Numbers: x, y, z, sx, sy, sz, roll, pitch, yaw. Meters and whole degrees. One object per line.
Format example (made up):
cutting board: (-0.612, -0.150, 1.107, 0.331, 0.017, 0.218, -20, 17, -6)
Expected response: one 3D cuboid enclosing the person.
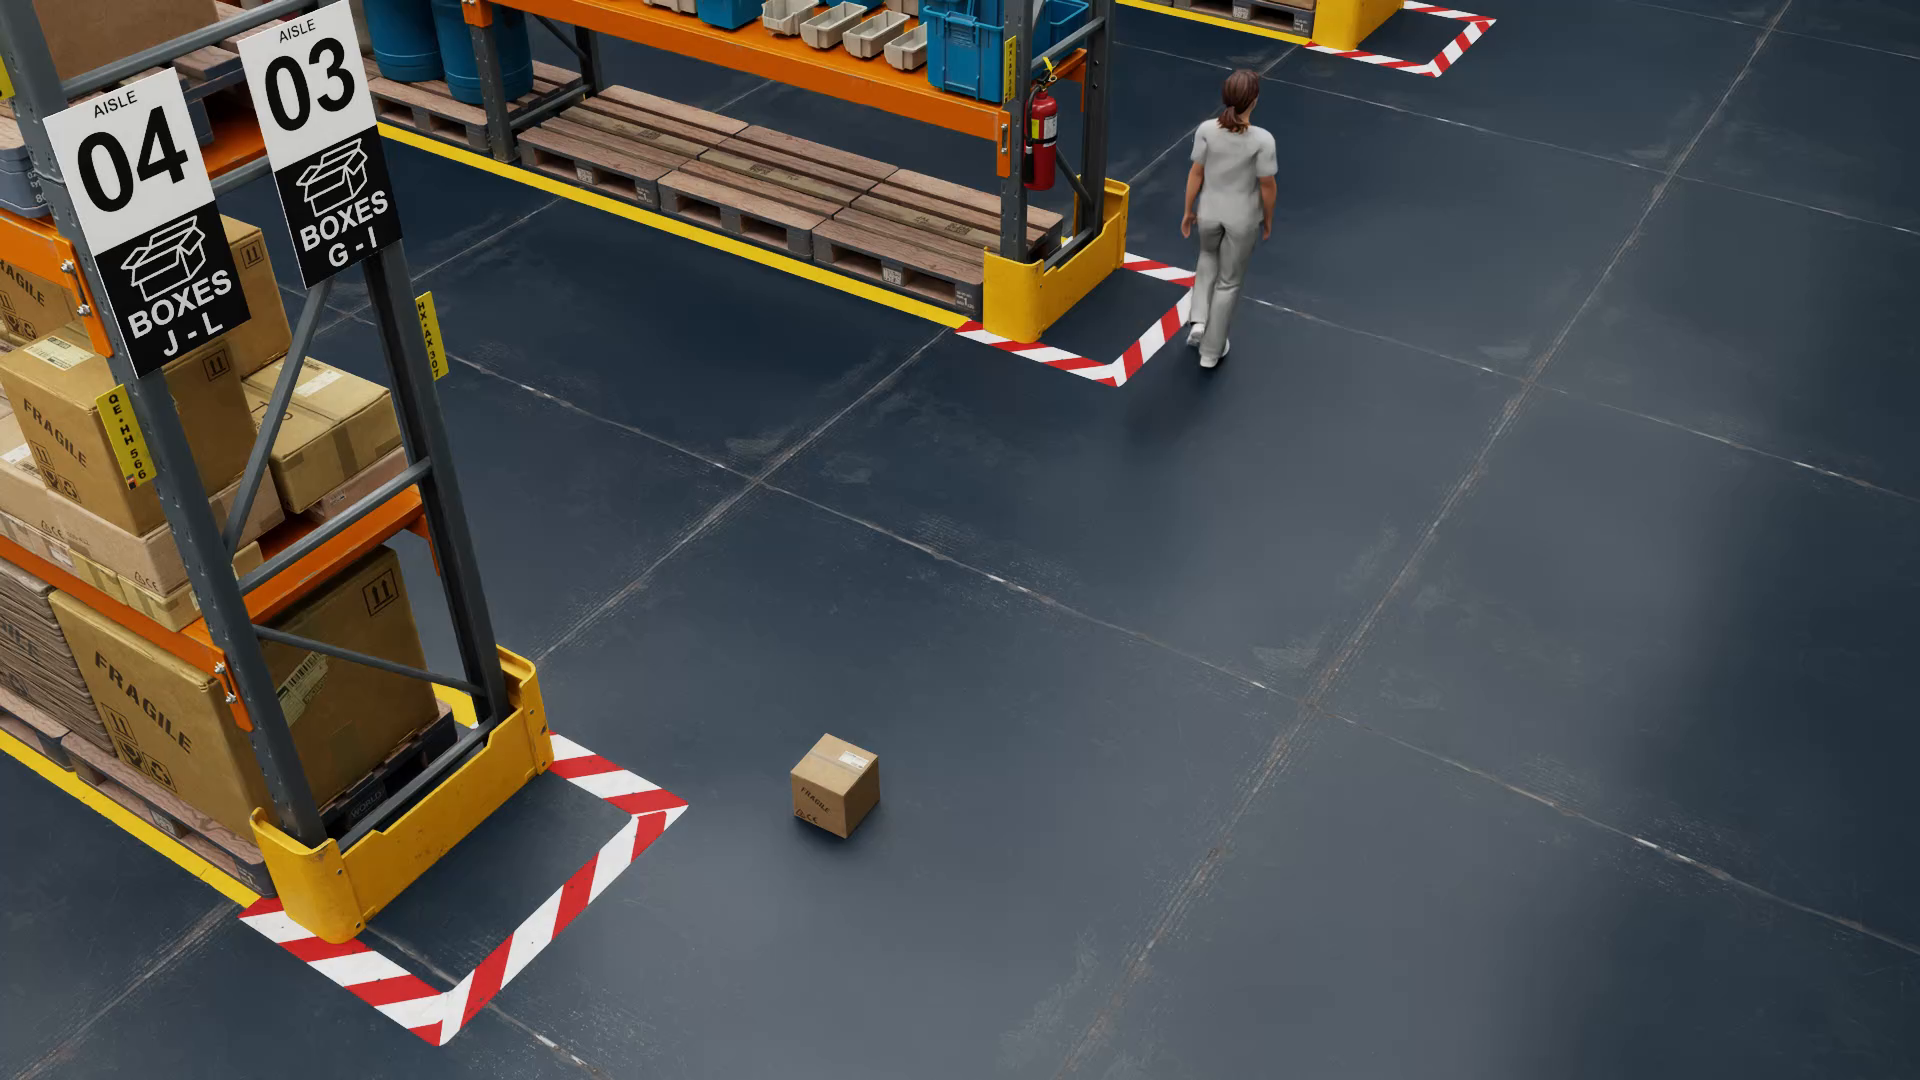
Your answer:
person: (1.432, -1.701, 8.789, 0.473, 1.690, 0.470, 18, 42, 21)
